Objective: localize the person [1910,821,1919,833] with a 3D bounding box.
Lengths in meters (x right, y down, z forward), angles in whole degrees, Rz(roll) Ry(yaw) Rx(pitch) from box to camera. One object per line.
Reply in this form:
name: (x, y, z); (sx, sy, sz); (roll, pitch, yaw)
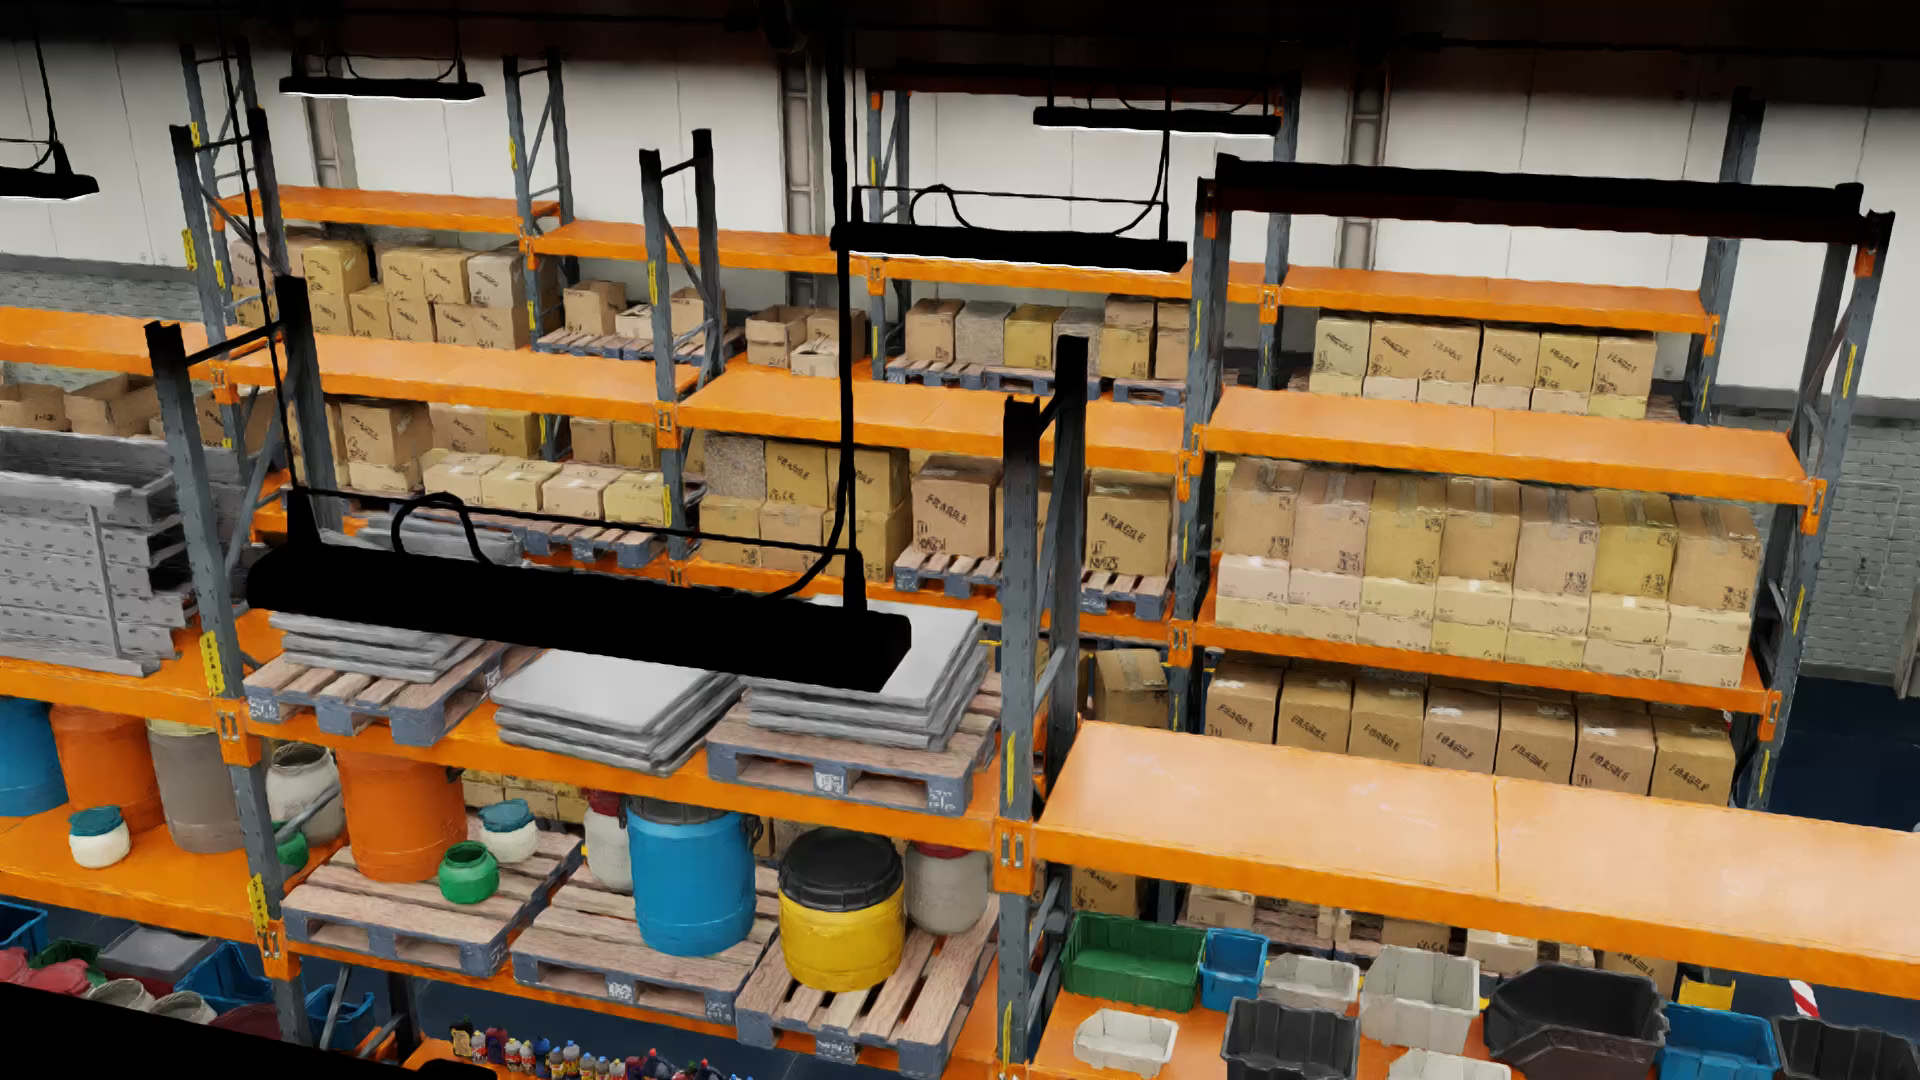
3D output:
person: (8.458, 1.934, 14.000); (1.086, 1.589, 0.495); (7, 24, 17)
